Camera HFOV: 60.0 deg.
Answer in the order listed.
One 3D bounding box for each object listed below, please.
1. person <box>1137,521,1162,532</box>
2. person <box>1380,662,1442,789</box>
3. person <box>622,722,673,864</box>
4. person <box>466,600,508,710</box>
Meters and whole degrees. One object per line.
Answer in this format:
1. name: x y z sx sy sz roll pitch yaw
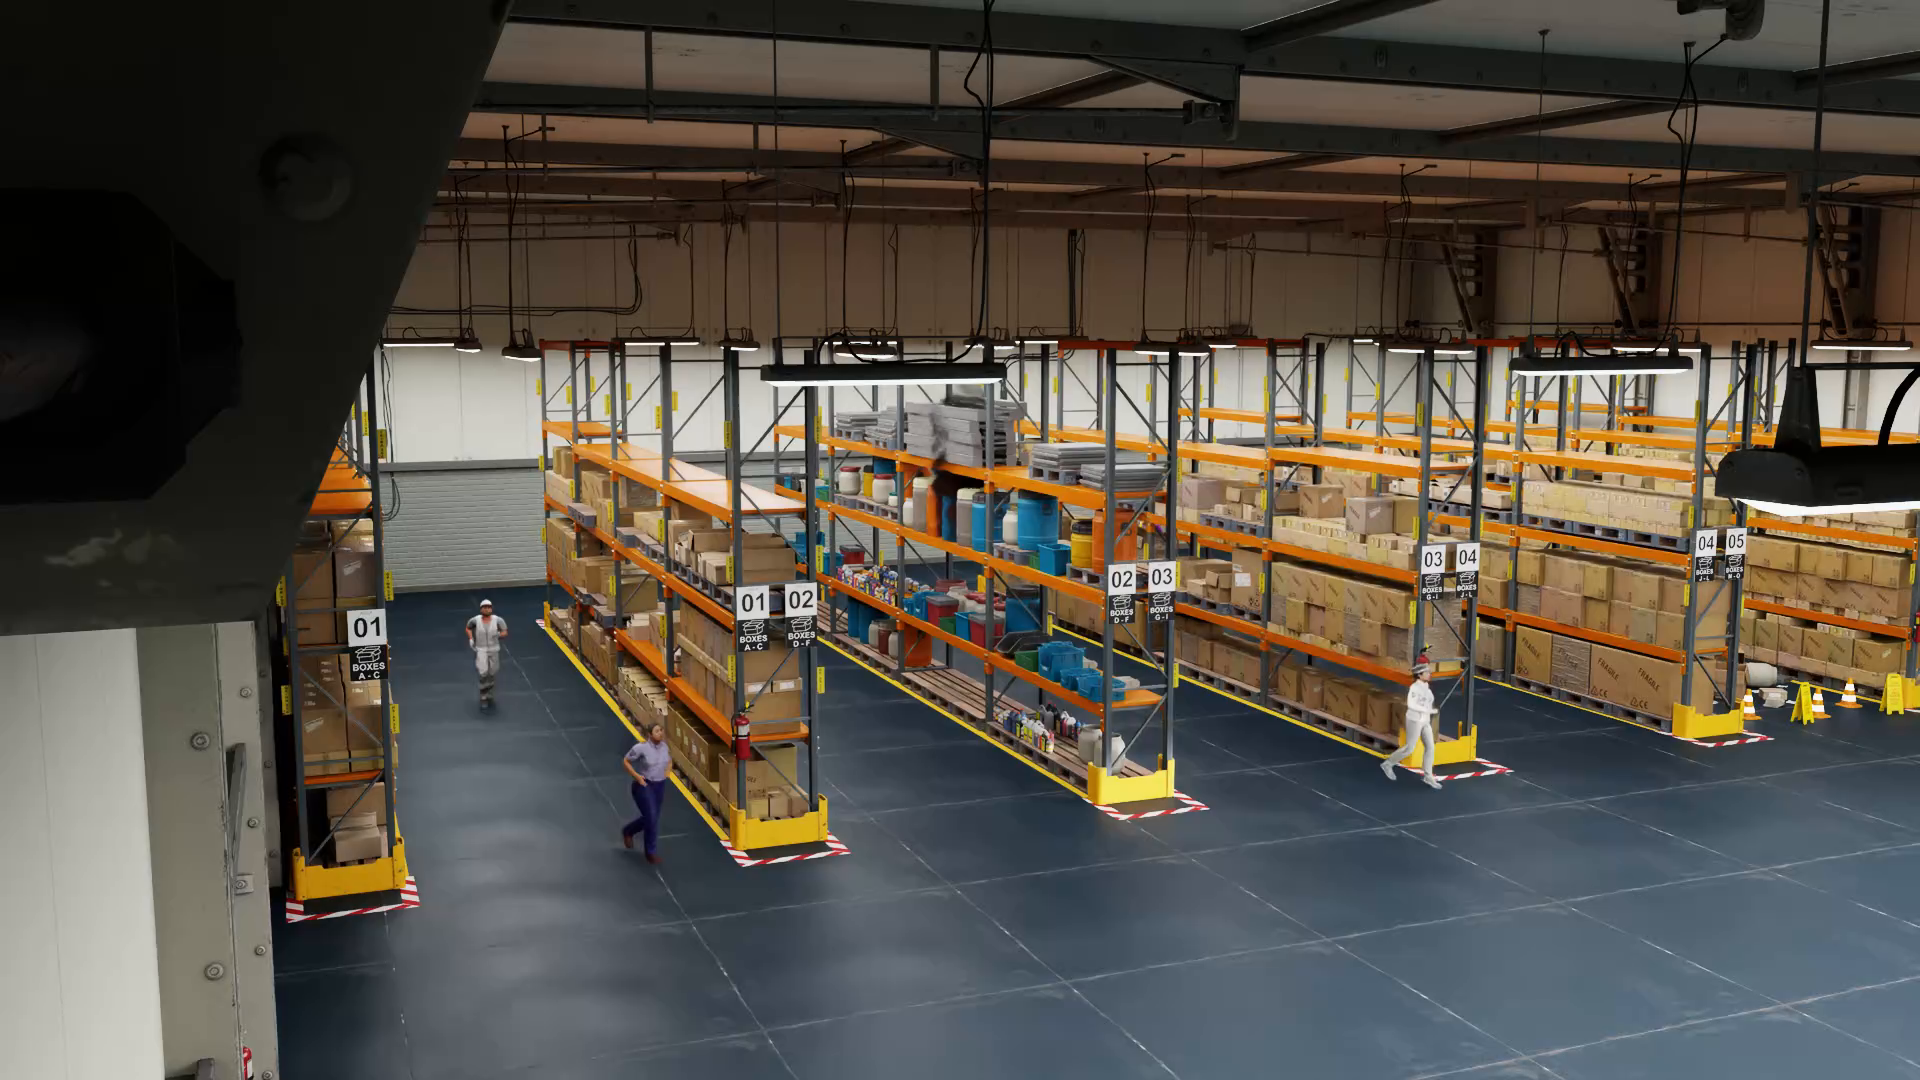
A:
1. person: 4.560 0.145 41.041 0.762 1.783 0.684 6 9 38
2. person: 6.287 2.521 22.923 0.852 1.713 0.642 5 9 36
3. person: -3.723 2.965 19.882 0.679 1.613 0.641 6 10 40
4. person: -7.818 1.885 27.579 0.638 1.826 0.730 -3 8 -23
